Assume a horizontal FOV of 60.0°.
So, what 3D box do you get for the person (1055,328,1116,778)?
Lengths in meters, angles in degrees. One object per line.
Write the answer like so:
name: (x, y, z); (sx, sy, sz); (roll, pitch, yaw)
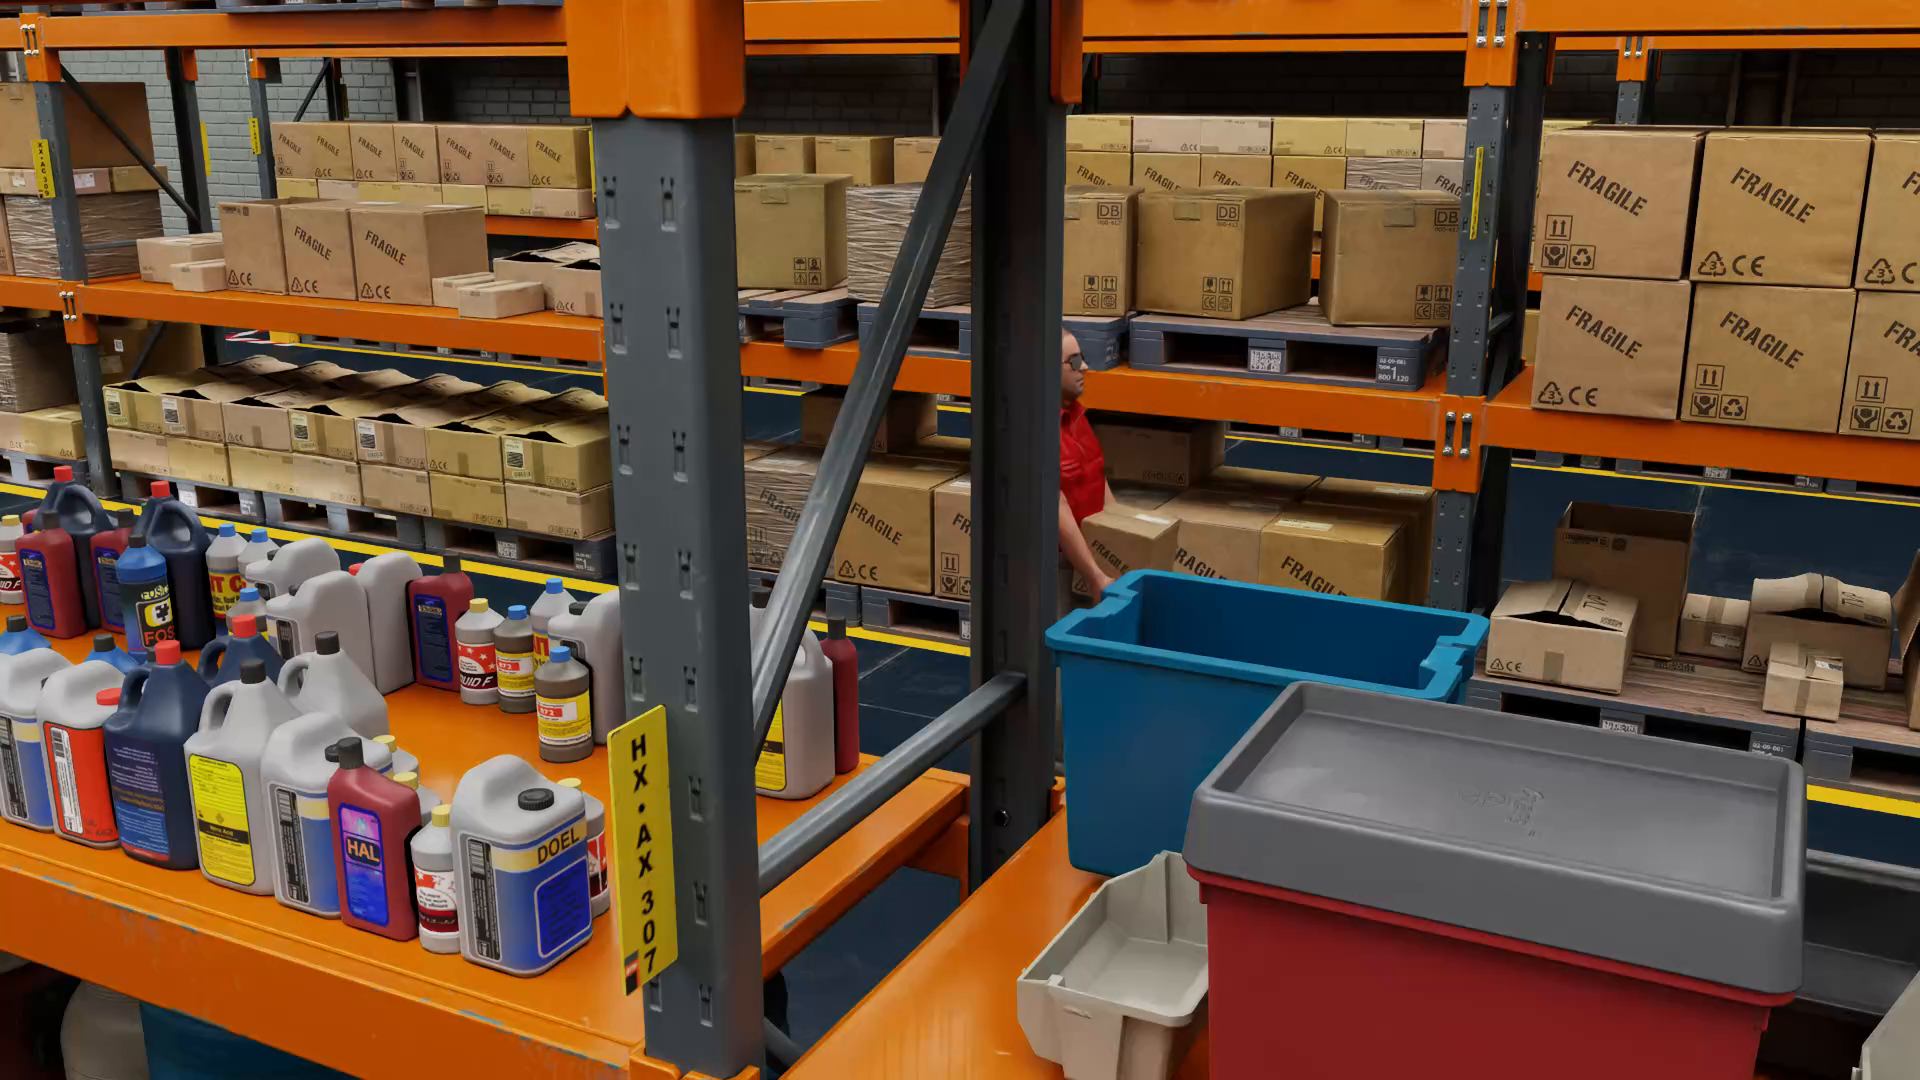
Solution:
person: (0.387, 0.154, 5.527); (0.544, 1.725, 0.490); (8, 17, 25)
